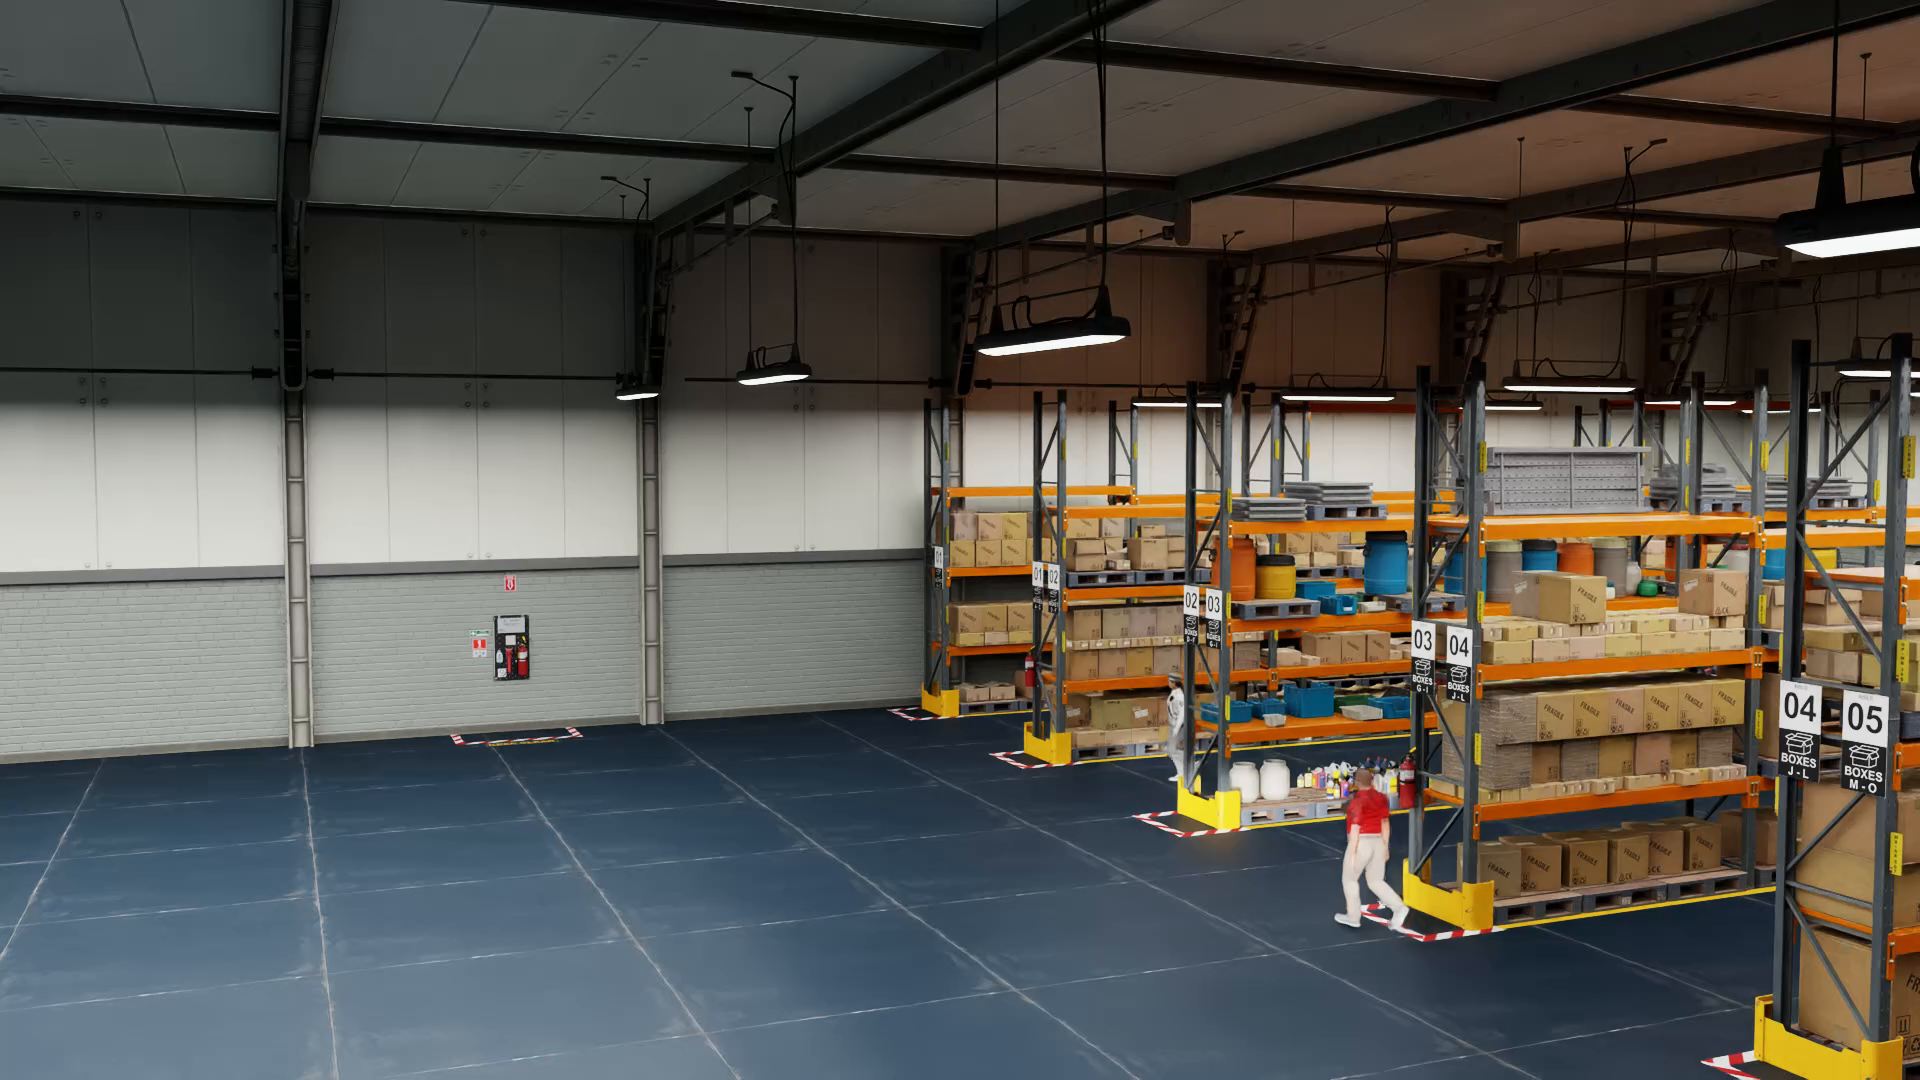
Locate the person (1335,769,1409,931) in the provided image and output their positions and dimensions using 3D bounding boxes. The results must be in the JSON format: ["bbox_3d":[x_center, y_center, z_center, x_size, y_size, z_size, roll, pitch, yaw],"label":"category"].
[{"bbox_3d":[4.348,3.270,17.560,0.568,1.687,0.861,-2,4,-29],"label":"person"}]

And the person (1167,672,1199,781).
[{"bbox_3d":[3.383,2.849,25.409,0.468,1.655,0.552,0,3,-7],"label":"person"}]
